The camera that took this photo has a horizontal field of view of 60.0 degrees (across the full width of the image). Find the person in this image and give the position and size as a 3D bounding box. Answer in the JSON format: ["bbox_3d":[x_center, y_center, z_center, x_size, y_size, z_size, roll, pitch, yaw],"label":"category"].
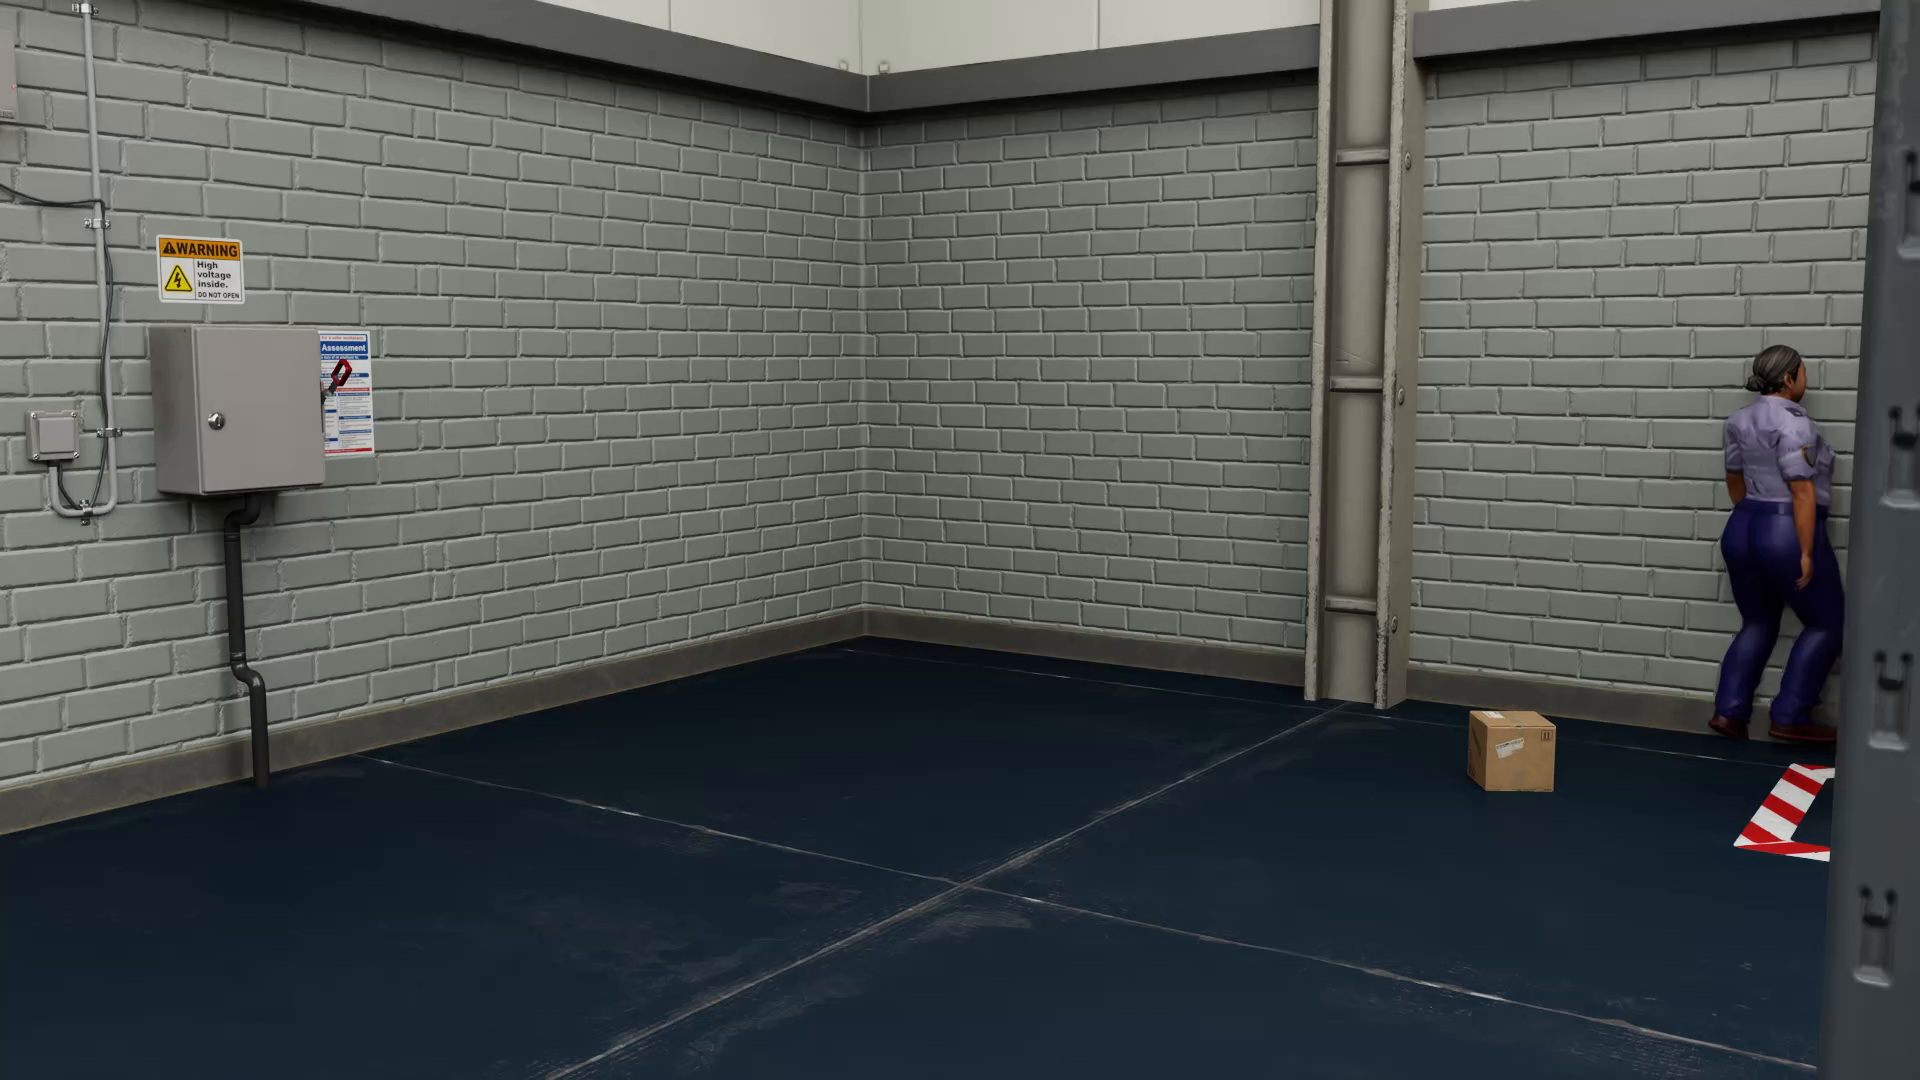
[{"bbox_3d":[3.359,0.062,6.788,0.419,1.706,0.491,-2,7,-14],"label":"person"}]
